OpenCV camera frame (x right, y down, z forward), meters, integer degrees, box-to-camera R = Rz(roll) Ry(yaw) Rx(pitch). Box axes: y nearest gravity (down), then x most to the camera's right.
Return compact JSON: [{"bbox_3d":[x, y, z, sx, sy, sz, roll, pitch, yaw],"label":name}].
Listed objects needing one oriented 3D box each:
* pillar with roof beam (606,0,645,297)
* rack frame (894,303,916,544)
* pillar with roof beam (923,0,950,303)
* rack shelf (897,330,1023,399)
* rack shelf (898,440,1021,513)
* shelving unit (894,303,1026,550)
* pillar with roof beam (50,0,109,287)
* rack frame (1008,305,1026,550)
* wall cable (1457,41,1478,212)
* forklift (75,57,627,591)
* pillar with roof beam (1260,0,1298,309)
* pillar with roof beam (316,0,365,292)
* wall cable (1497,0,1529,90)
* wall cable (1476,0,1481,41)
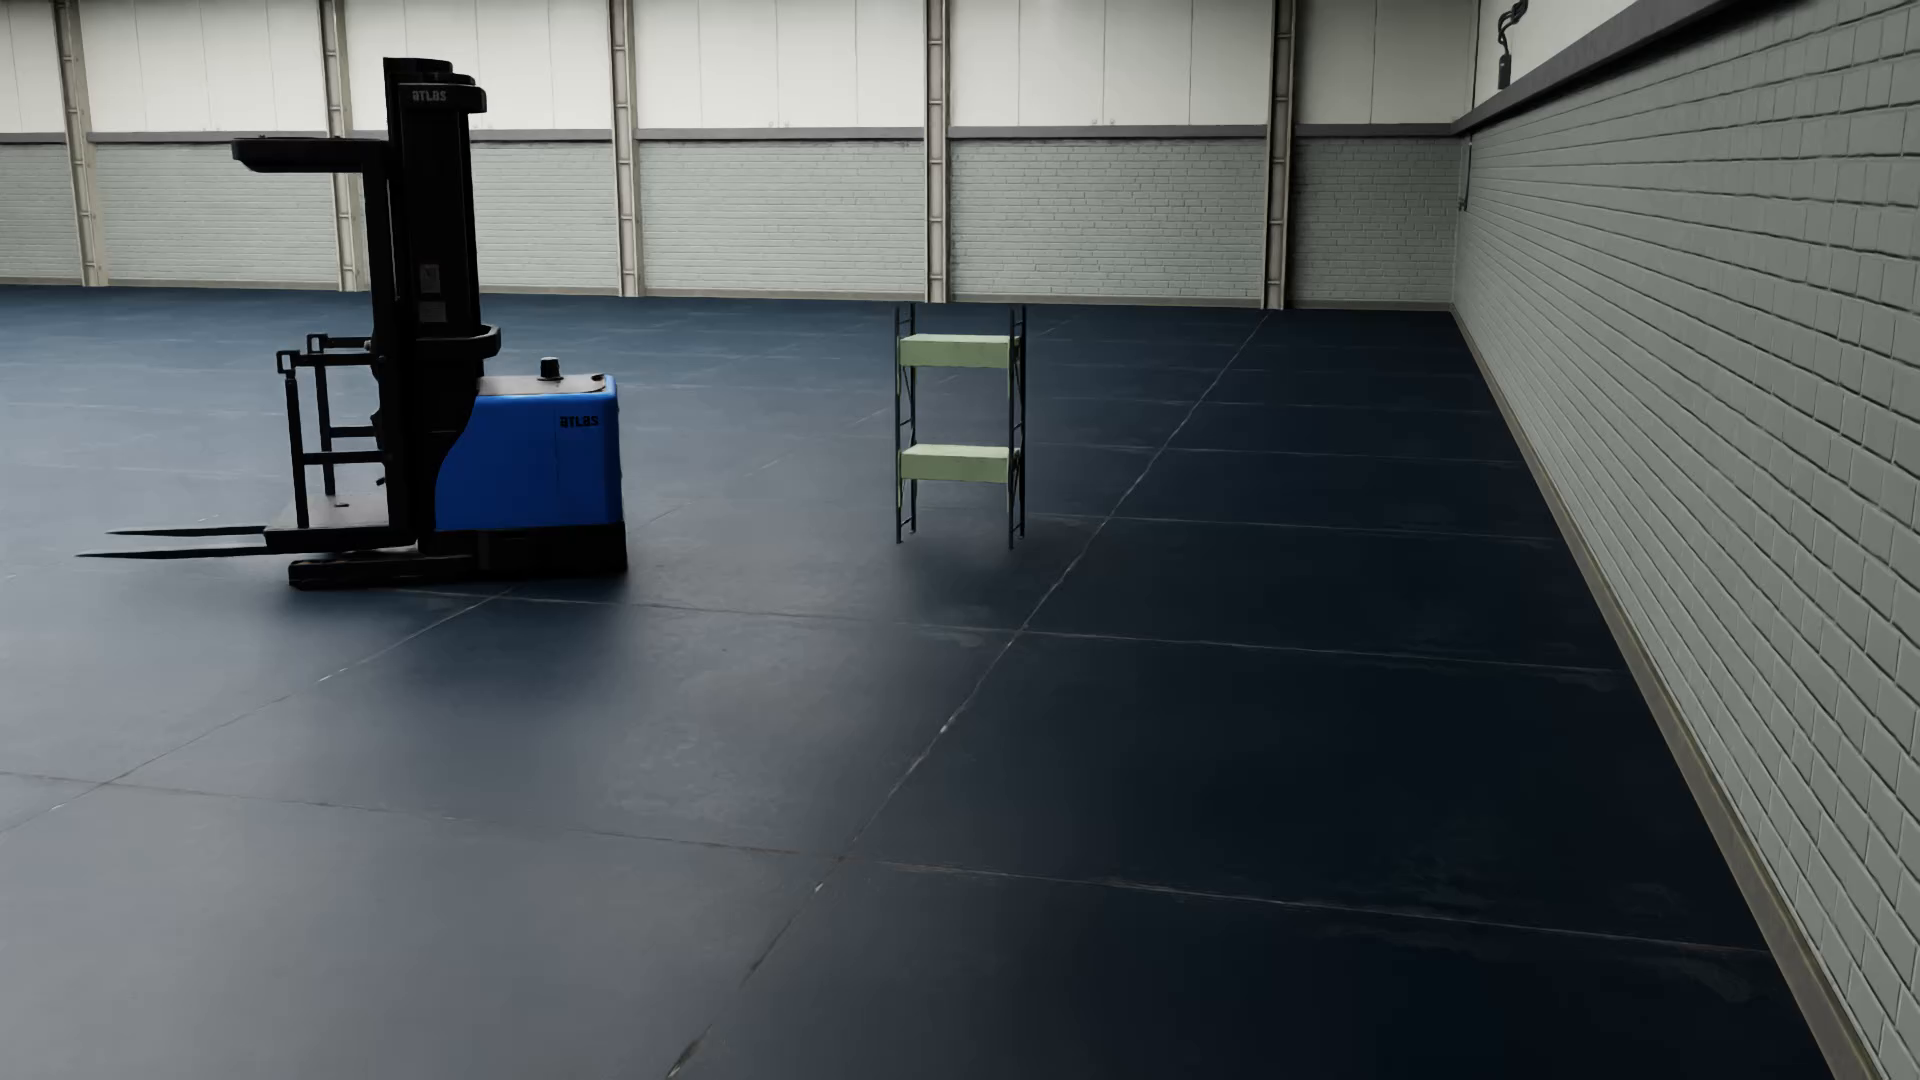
[{"bbox_3d":[-7.267,-8.122,26.564,0.400,9.000,9.100,3,13,14],"label":"pillar with roof beam"},{"bbox_3d":[-0.349,-0.751,10.655,0.023,1.500,0.400,3,13,14],"label":"rack frame"},{"bbox_3d":[-1.442,-7.810,25.161,0.400,9.000,9.100,3,13,14],"label":"pillar with roof beam"},{"bbox_3d":[0.006,-1.113,10.485,0.720,0.370,0.431,3,13,14],"label":"rack shelf"},{"bbox_3d":[0.006,-0.414,10.640,0.720,0.370,0.431,3,13,14],"label":"rack shelf"},{"bbox_3d":[0.006,-0.732,10.570,0.755,1.500,0.431,3,13,14],"label":"shelving unit"},{"bbox_3d":[-18.917,-8.744,29.371,0.400,9.000,9.100,3,13,14],"label":"pillar with roof beam"},{"bbox_3d":[0.362,-0.713,10.484,0.023,1.500,0.400,3,13,14],"label":"rack frame"},{"bbox_3d":[7.958,-6.457,26.232,0.112,2.526,3.097,3,13,14],"label":"wall cable"},{"bbox_3d":[-3.551,-1.268,9.680,3.031,2.935,1.130,-3,13,-12],"label":"forklift"},{"bbox_3d":[4.384,-7.499,23.758,0.400,9.000,9.100,3,13,14],"label":"pillar with roof beam"},{"bbox_3d":[-13.092,-8.433,27.968,0.400,9.000,9.100,3,13,14],"label":"pillar with roof beam"},{"bbox_3d":[5.669,-7.638,16.533,0.169,6.003,2.305,3,13,14],"label":"wall cable"},{"bbox_3d":[7.310,-8.354,23.121,0.112,2.526,3.097,3,13,14],"label":"wall cable"}]
